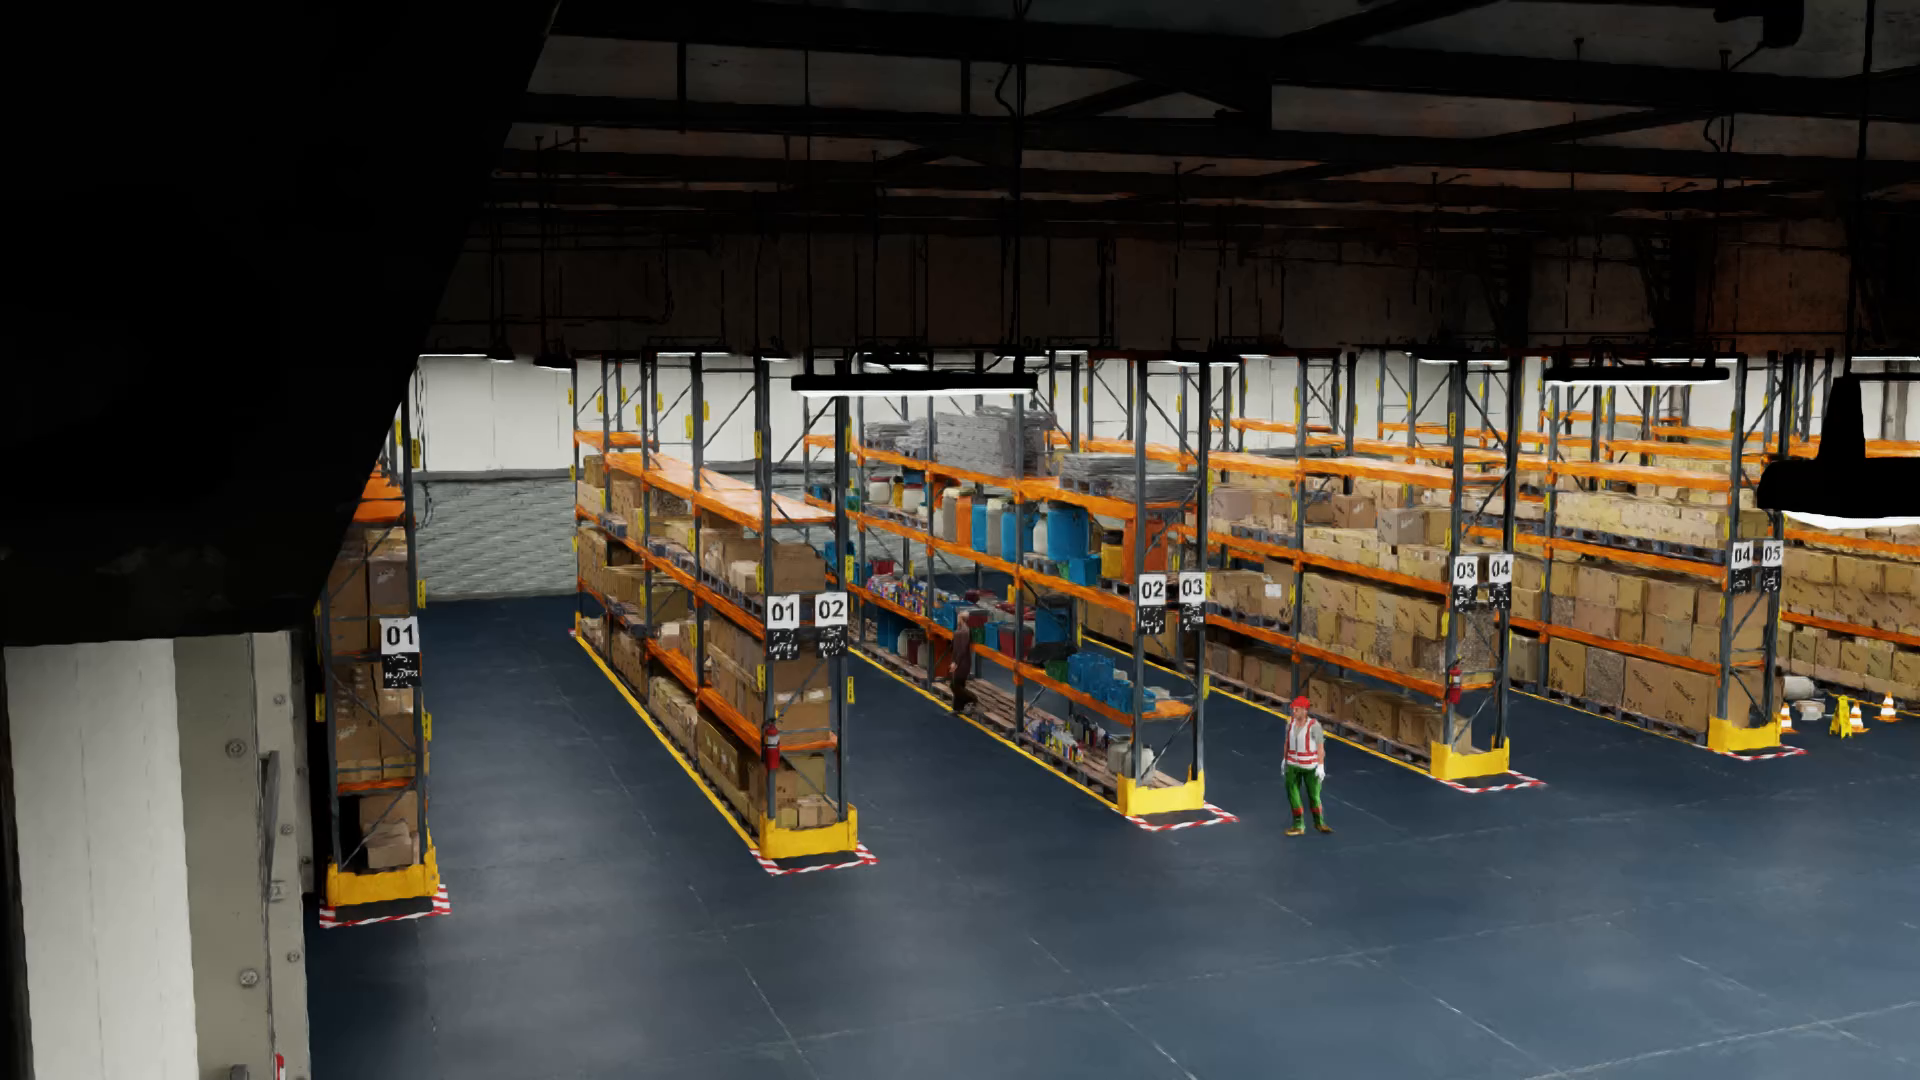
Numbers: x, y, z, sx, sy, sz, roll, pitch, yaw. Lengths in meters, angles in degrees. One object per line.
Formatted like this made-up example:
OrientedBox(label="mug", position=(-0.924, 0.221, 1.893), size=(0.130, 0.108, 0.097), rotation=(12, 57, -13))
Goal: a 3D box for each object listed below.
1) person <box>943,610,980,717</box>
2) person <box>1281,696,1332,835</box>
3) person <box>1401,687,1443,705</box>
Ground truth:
OrientedBox(label="person", position=(0.025, 2.038, 27.403), size=(0.591, 1.777, 0.641), rotation=(-1, 7, -10))
OrientedBox(label="person", position=(4.374, 2.844, 21.081), size=(0.647, 1.781, 0.553), rotation=(6, 9, 40))
OrientedBox(label="person", position=(7.936, 2.055, 28.283), size=(0.561, 1.516, 0.788), rotation=(-6, 9, -38))
